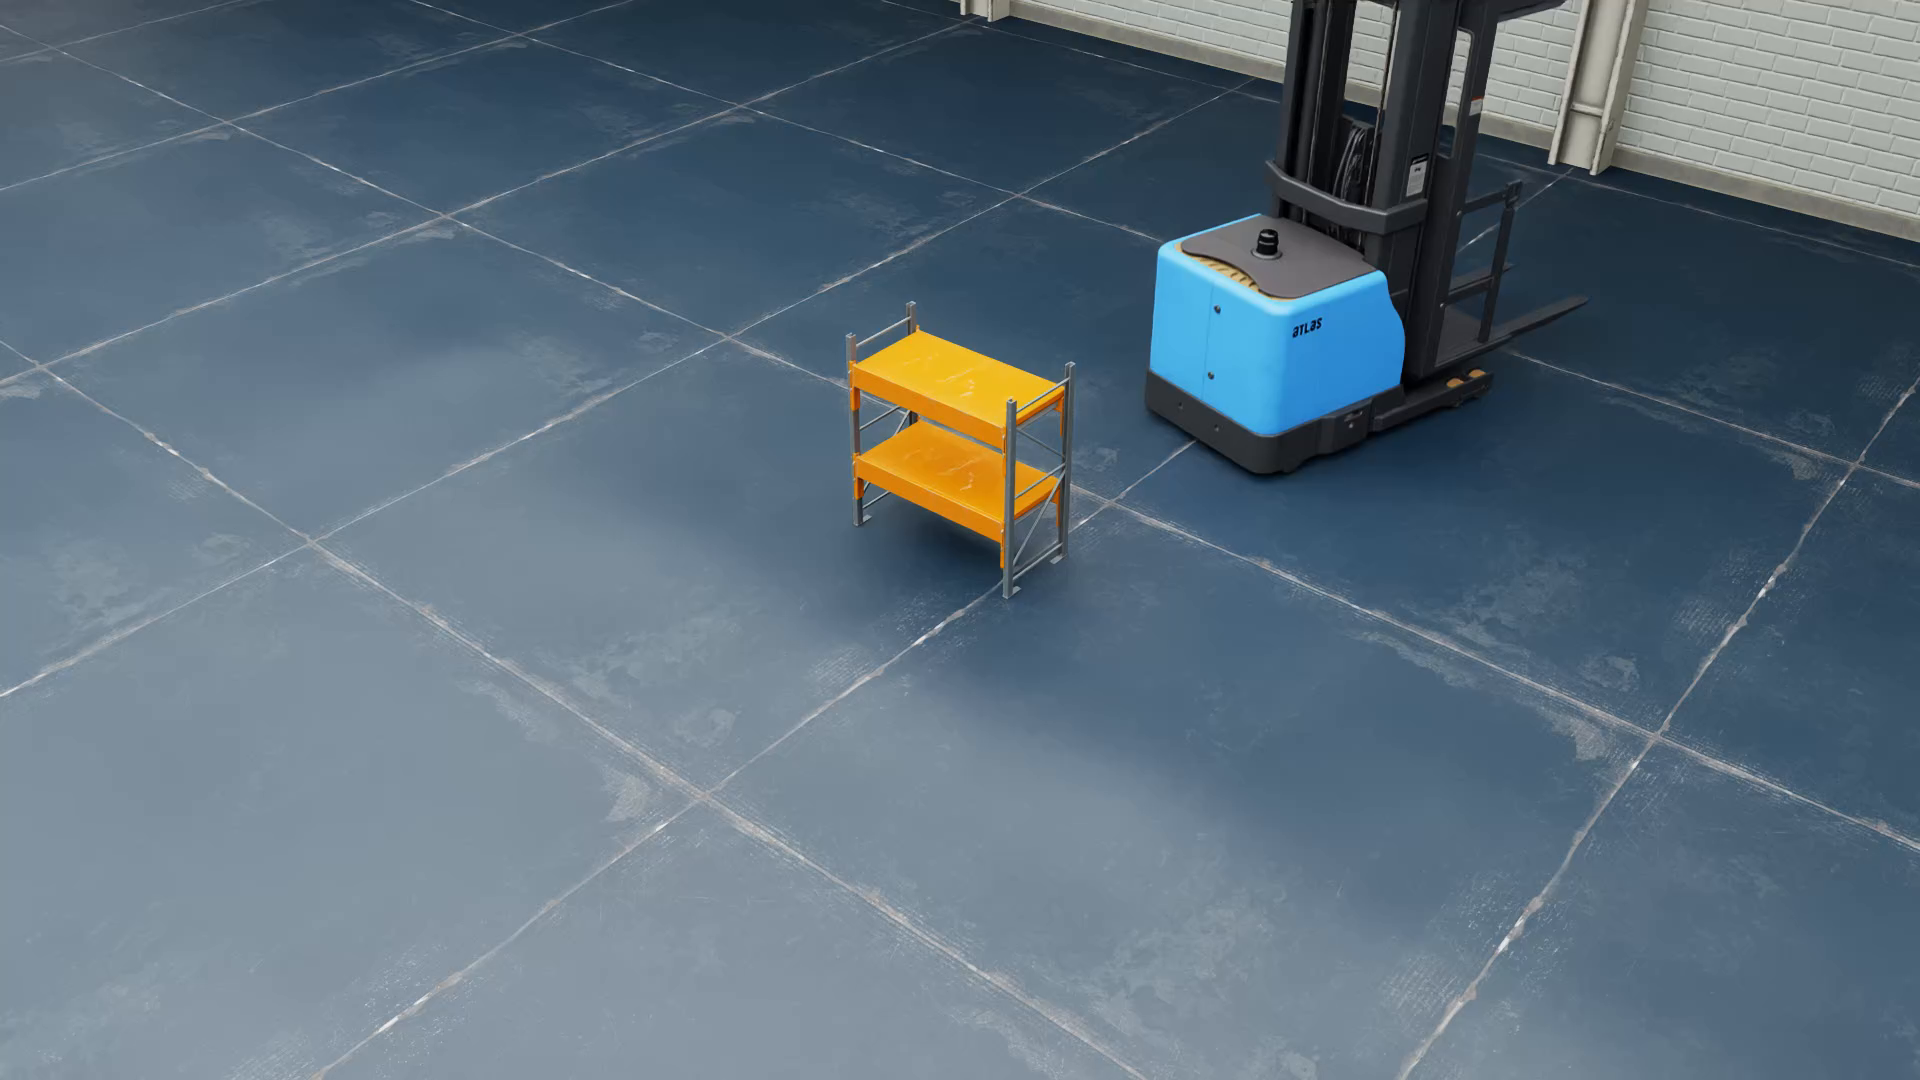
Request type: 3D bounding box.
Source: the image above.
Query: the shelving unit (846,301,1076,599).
[{"bbox_3d":[-0.005,-0.466,8.435,1.048,1.125,0.538,25,42,32],"label":"shelving unit"}]

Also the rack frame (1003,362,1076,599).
[{"bbox_3d":[0.385,-0.282,8.167,0.032,1.125,0.500,25,42,32],"label":"rack frame"}]

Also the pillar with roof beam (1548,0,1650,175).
[{"bbox_3d":[2.109,-4.792,7.778,0.400,9.000,9.100,25,42,32],"label":"pillar with roof beam"}]

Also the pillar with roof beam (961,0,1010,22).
[{"bbox_3d":[-2.503,-6.965,10.943,0.400,9.000,9.100,25,42,32],"label":"pillar with roof beam"}]

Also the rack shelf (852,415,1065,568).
[{"bbox_3d":[-0.005,-0.265,8.574,1.000,0.278,0.538,25,42,32],"label":"rack shelf"}]

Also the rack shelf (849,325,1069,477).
[{"bbox_3d":[-0.005,-0.707,8.269,1.000,0.278,0.538,25,42,32],"label":"rack shelf"}]

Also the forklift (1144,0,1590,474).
[{"bbox_3d":[2.586,-2.224,9.399,3.031,2.935,1.130,-22,40,-28],"label":"forklift"}]

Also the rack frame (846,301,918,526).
[{"bbox_3d":[-0.396,-0.650,8.703,0.032,1.125,0.500,25,42,32],"label":"rack frame"}]
